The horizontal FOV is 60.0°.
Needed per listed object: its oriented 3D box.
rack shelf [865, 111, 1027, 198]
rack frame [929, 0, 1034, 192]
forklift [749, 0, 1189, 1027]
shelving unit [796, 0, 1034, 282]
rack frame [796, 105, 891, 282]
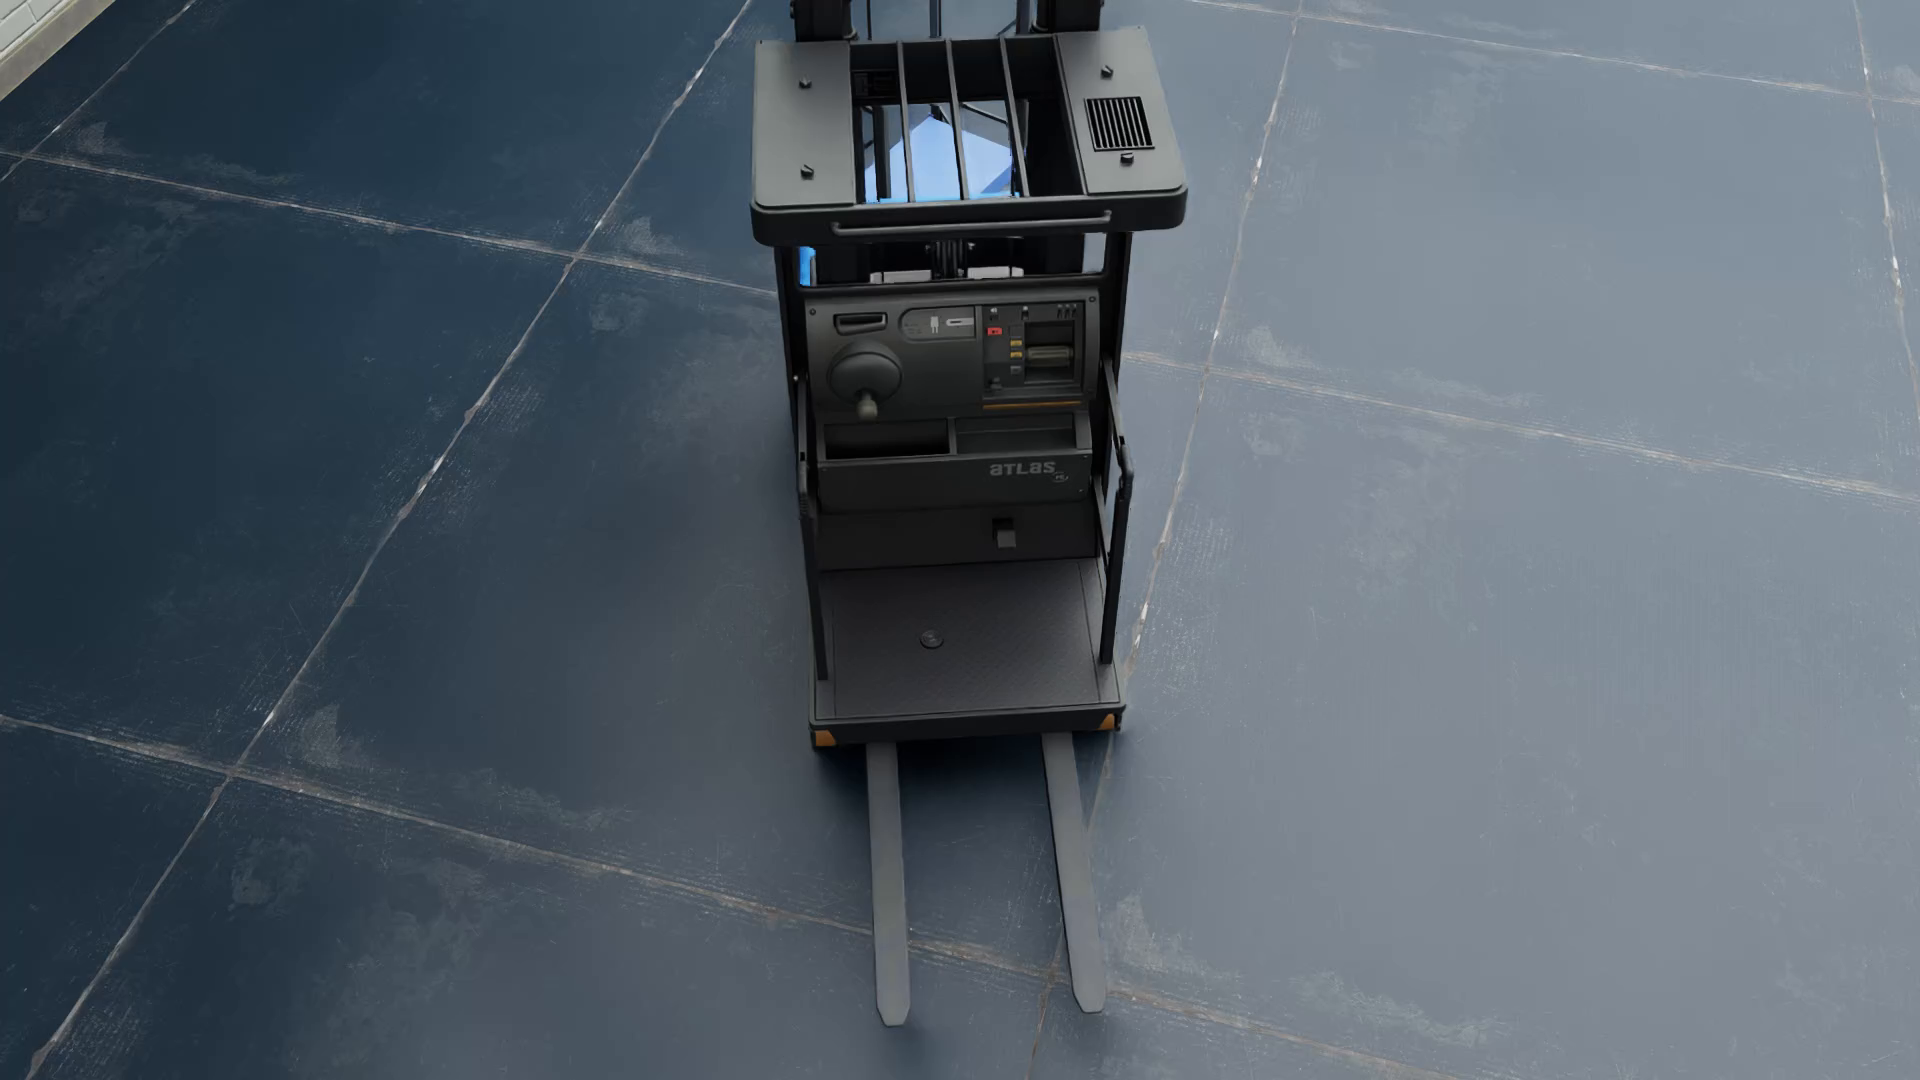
[{"bbox_3d":[-0.199,-1.455,7.193,0.538,0.185,1.000,27,54,22],"label":"rack shelf"},{"bbox_3d":[0.085,-1.890,7.337,0.500,1.500,0.032,27,54,22],"label":"rack frame"},{"bbox_3d":[-0.003,-0.490,5.146,1.130,2.935,3.031,-3,49,-3],"label":"forklift"},{"bbox_3d":[-0.199,-1.574,7.058,0.538,1.500,1.048,27,54,22],"label":"shelving unit"},{"bbox_3d":[-0.483,-1.258,6.779,0.500,1.500,0.032,27,54,22],"label":"rack frame"}]
